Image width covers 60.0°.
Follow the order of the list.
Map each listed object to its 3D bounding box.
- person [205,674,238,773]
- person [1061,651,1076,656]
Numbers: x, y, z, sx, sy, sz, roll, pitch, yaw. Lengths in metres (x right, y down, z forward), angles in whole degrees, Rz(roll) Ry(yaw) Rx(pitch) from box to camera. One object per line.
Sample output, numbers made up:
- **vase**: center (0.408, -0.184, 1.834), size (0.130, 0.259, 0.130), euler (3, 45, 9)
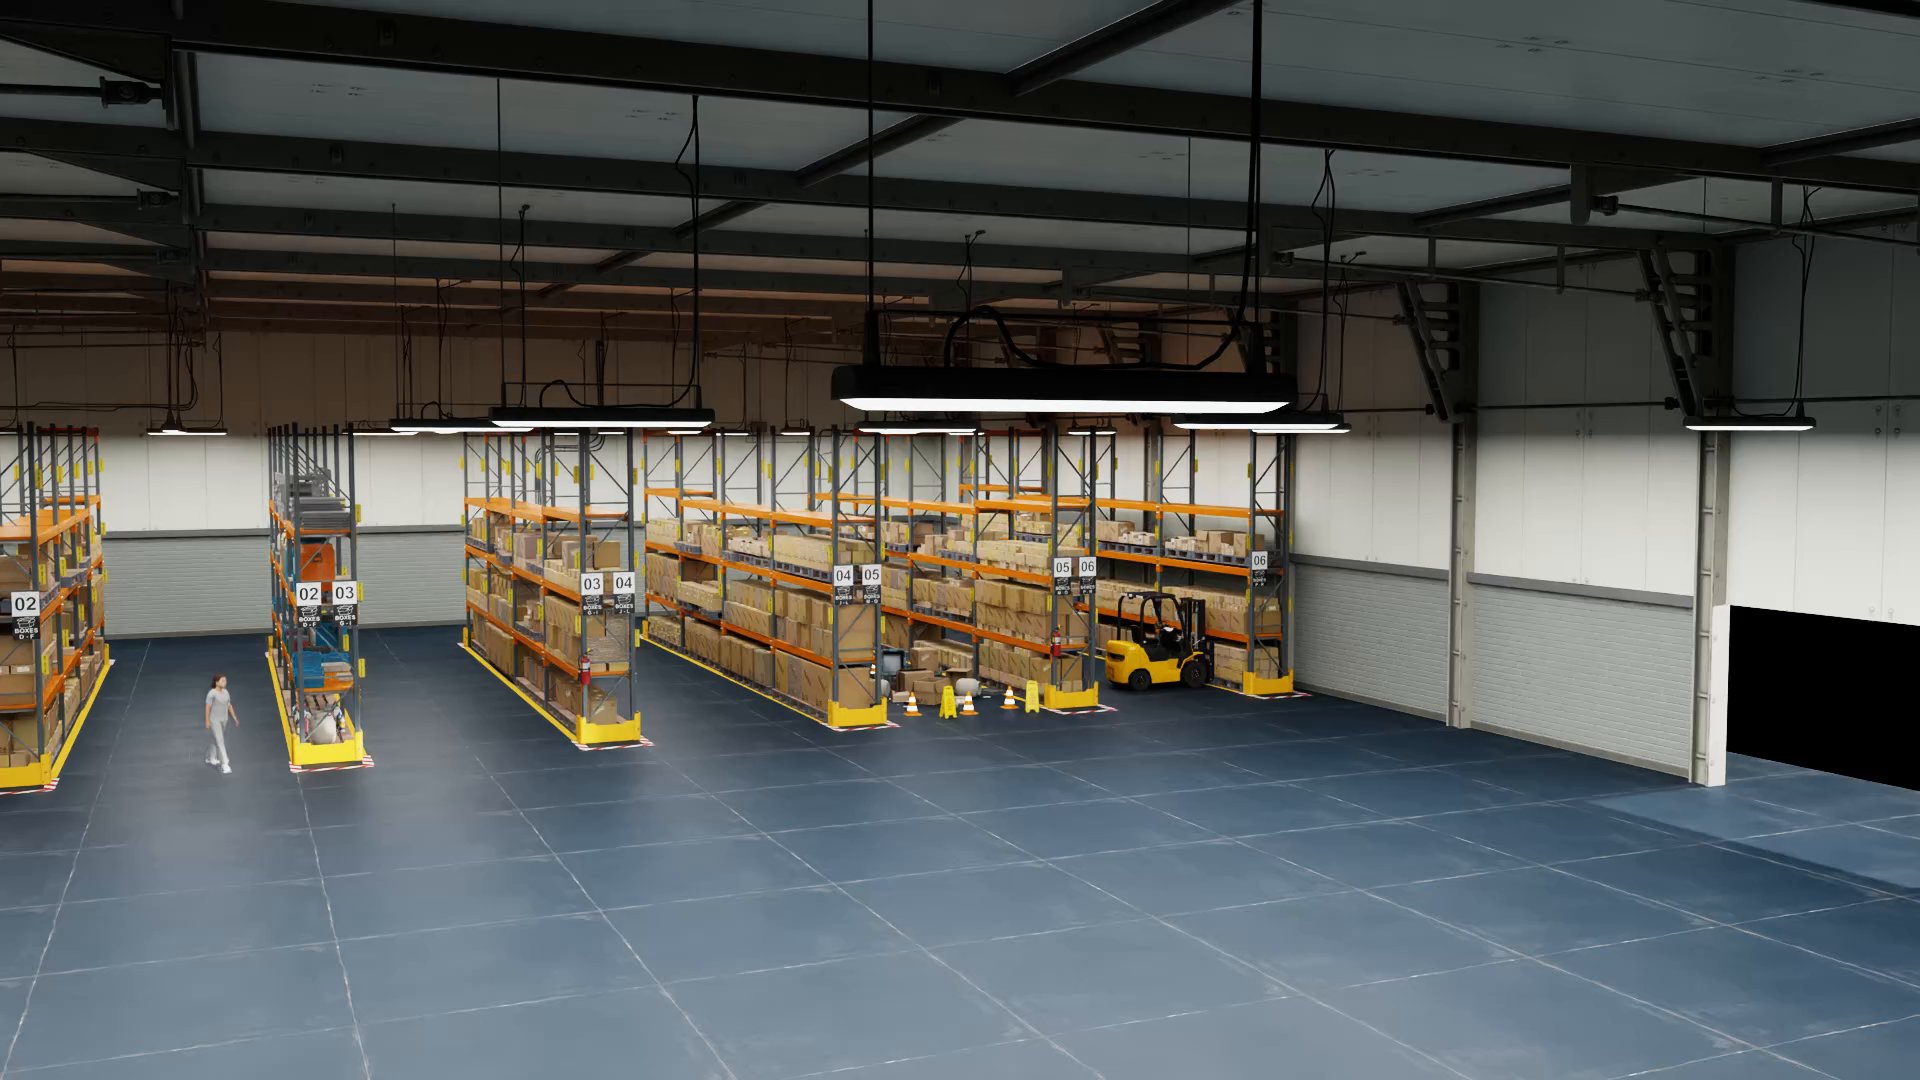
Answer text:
- **person**: center (-12.818, 3.139, 28.796), size (0.933, 1.657, 0.517), euler (2, 4, 33)
- **person**: center (2.589, 2.500, 39.869), size (0.501, 1.693, 0.606), euler (-2, 4, -28)
